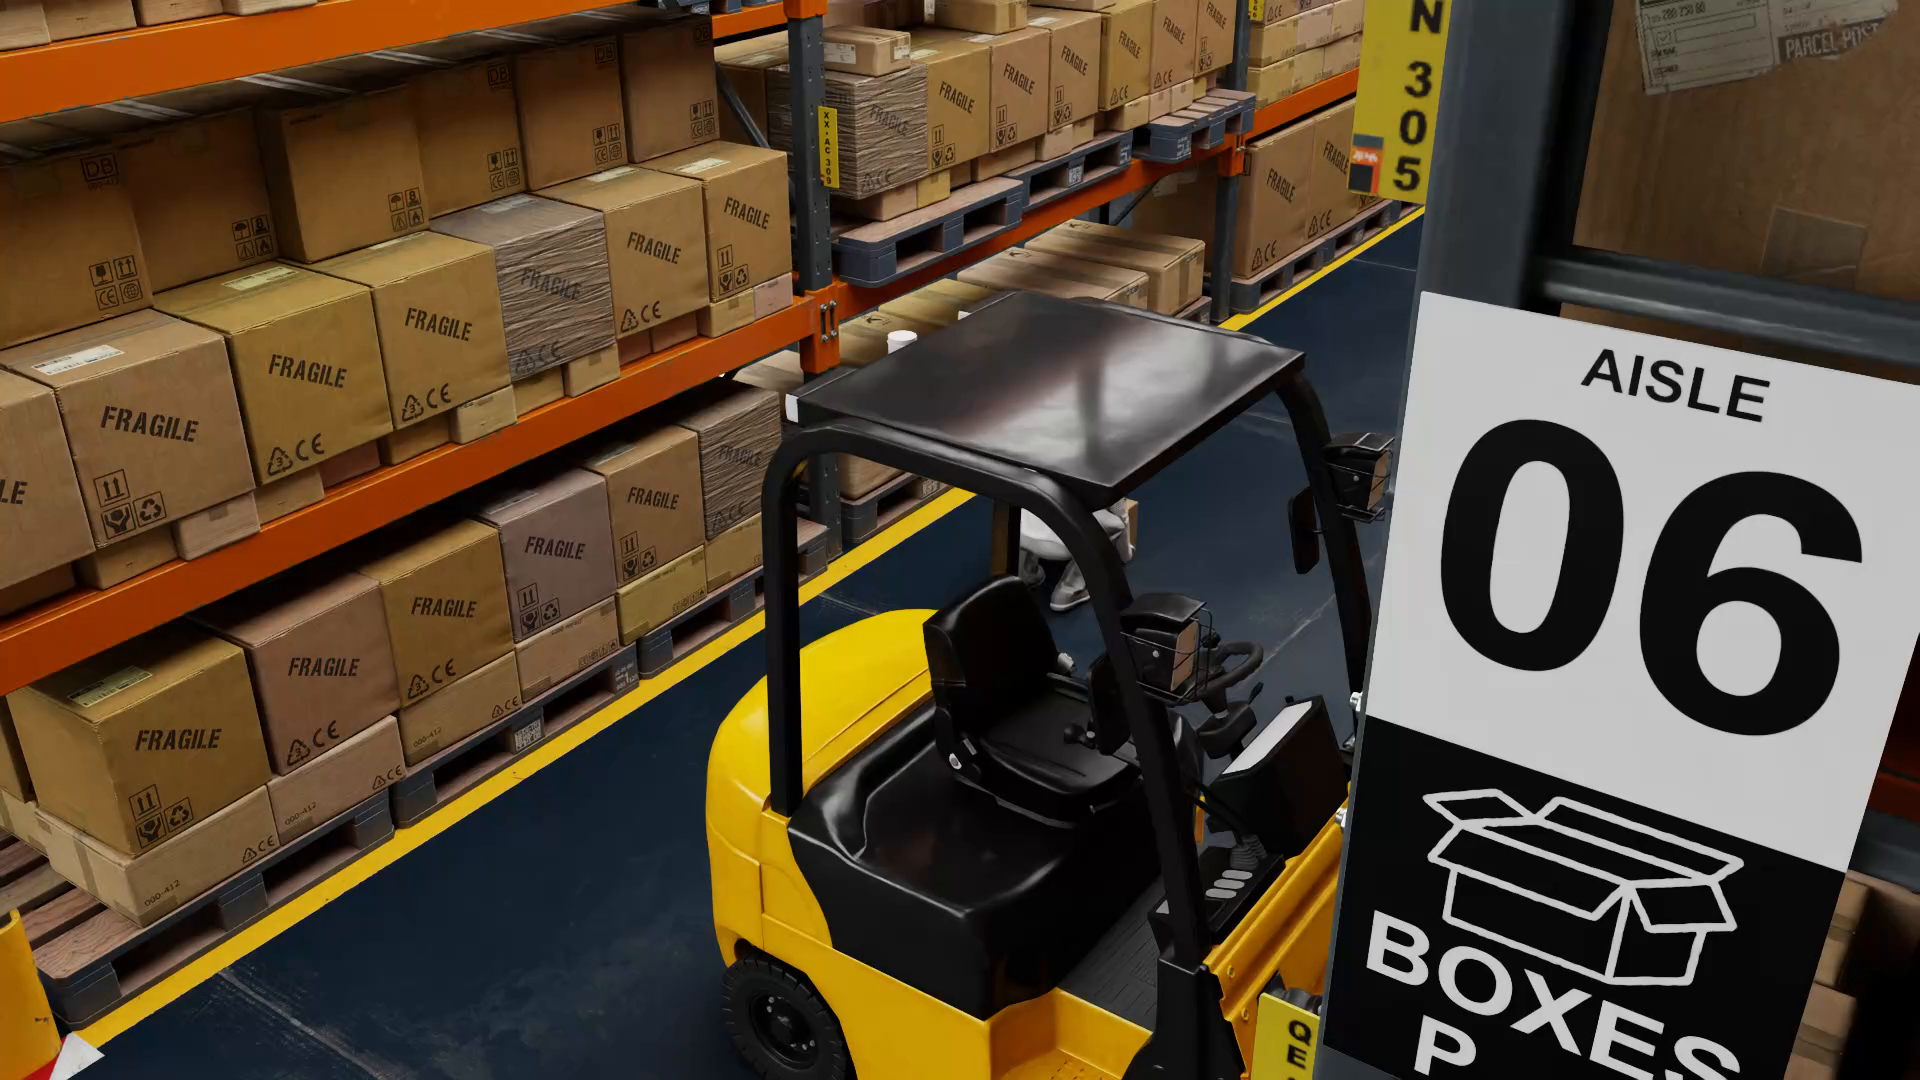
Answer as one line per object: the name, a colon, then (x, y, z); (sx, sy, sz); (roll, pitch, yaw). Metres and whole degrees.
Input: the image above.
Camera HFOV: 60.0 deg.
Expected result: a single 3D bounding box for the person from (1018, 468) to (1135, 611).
person: (0.491, -0.142, 7.438); (0.475, 0.843, 0.884); (17, 32, 29)
